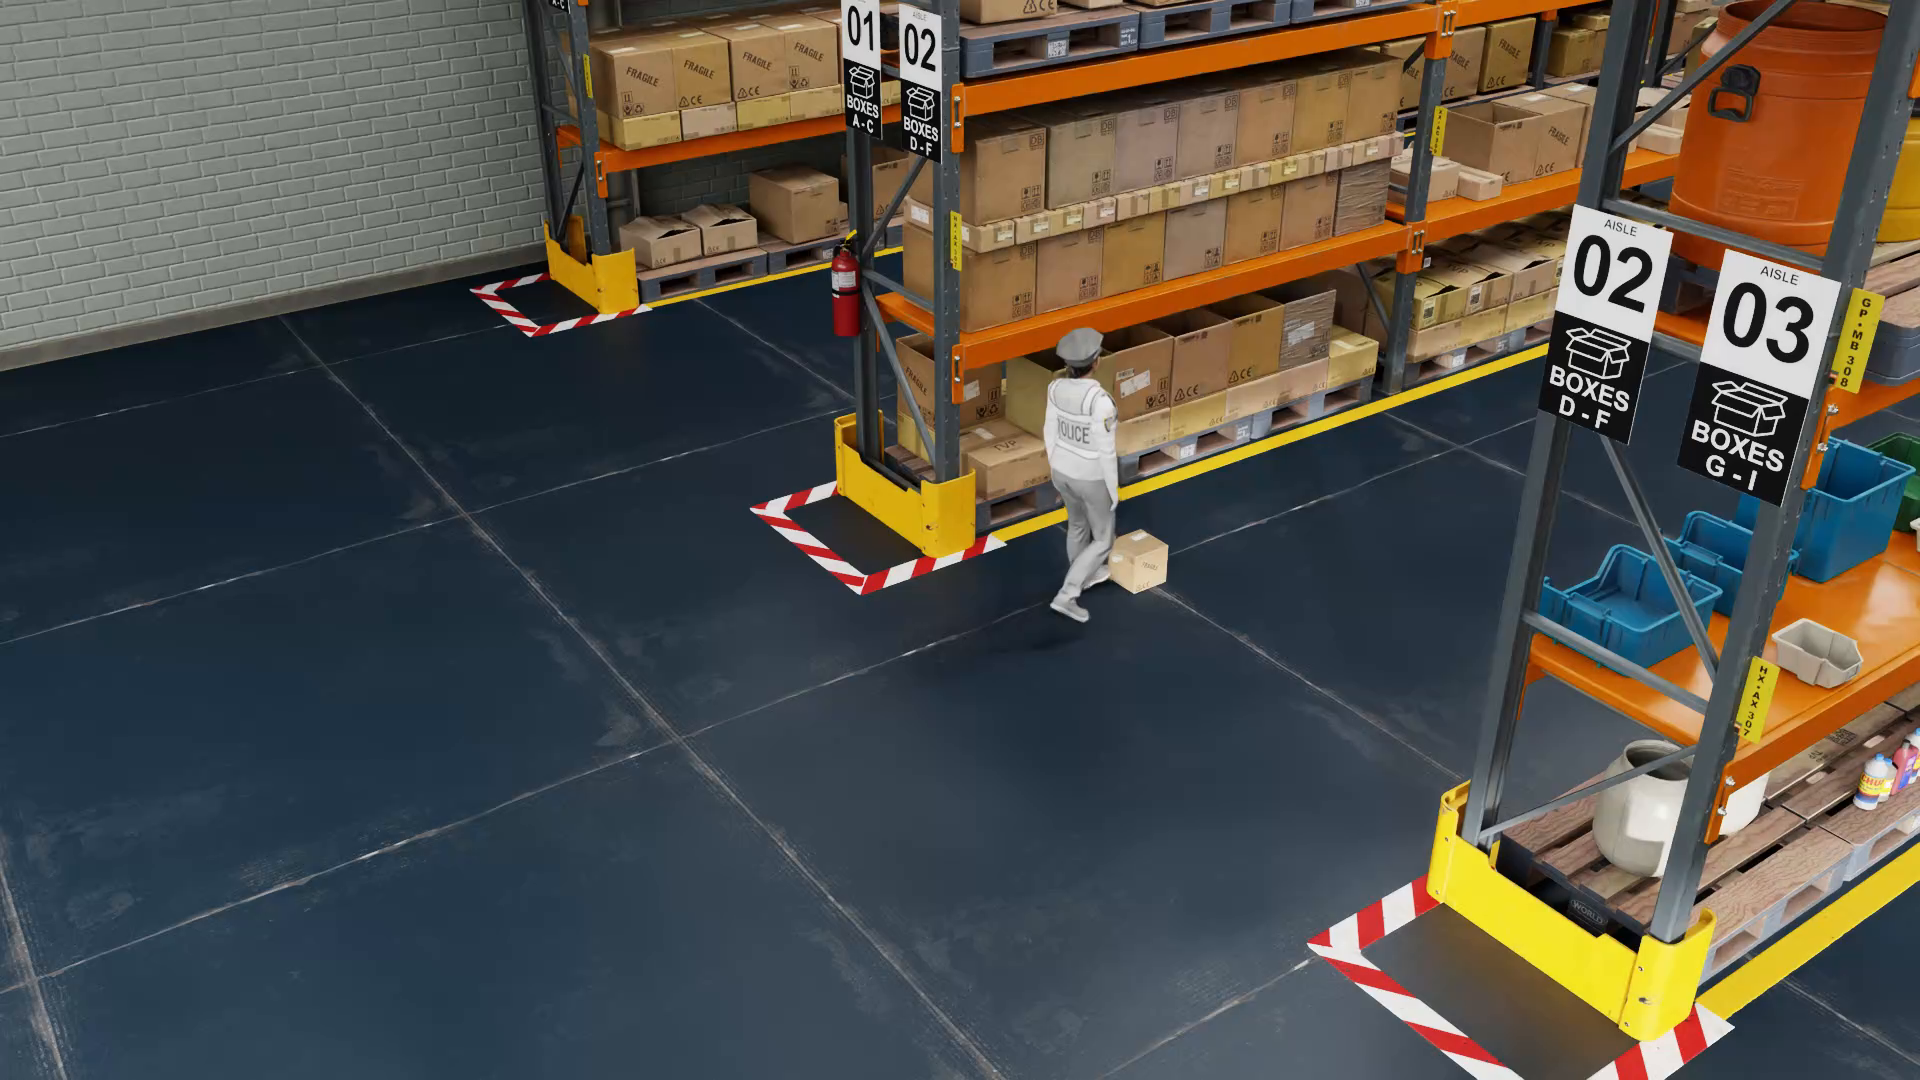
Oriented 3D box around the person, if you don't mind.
[{"bbox_3d":[0.682,-0.367,9.231,0.777,1.669,0.530,-23,36,-35],"label":"person"}]
